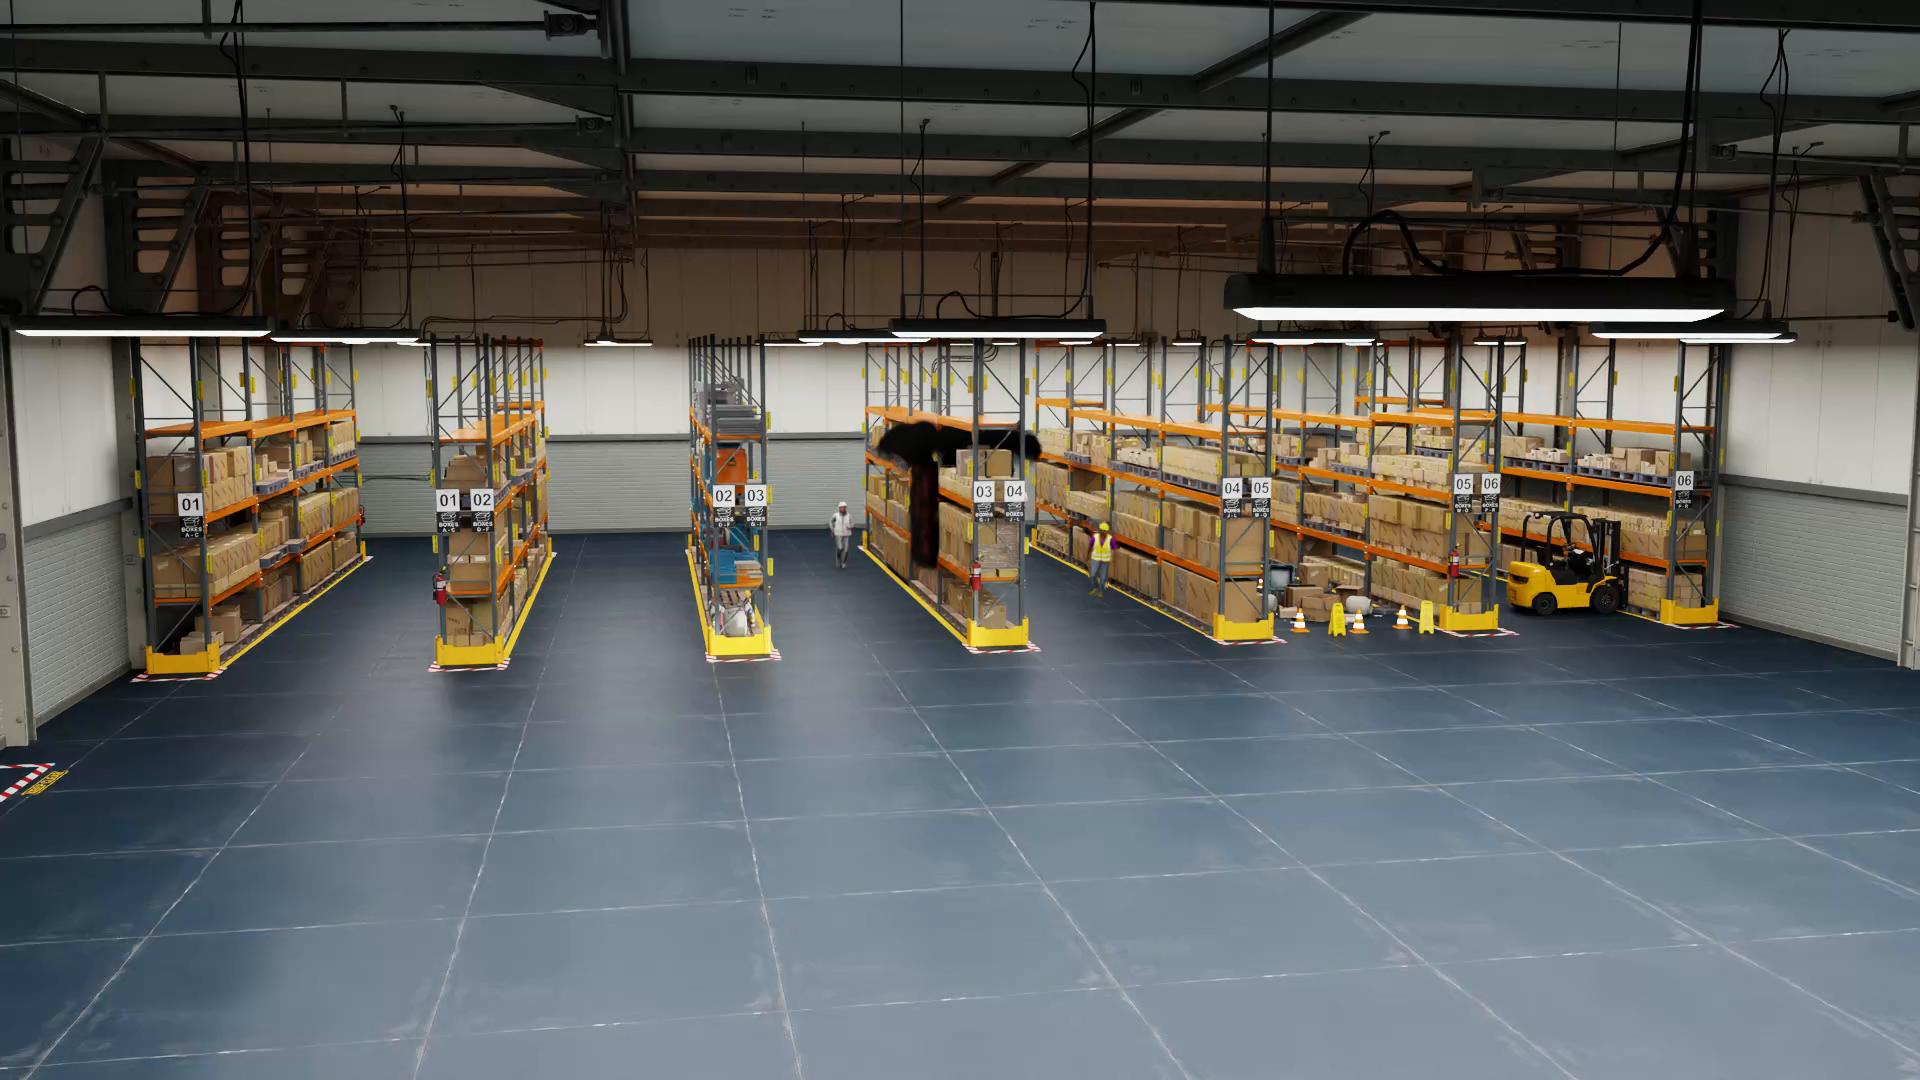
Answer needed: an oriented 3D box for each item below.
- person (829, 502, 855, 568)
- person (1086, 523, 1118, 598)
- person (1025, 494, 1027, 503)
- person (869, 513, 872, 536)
[{"bbox_3d":[-3.069,-0.131,43.426,0.644,1.732,0.649,-2,7,-14],"label":"person"},{"bbox_3d":[3.135,0.452,36.862,0.701,1.712,0.686,1,7,6],"label":"person"},{"bbox_3d":[1.680,-0.844,49.744,0.637,1.819,0.723,2,7,21],"label":"person"},{"bbox_3d":[-2.436,-0.722,49.291,0.530,1.621,0.657,4,8,34],"label":"person"}]
